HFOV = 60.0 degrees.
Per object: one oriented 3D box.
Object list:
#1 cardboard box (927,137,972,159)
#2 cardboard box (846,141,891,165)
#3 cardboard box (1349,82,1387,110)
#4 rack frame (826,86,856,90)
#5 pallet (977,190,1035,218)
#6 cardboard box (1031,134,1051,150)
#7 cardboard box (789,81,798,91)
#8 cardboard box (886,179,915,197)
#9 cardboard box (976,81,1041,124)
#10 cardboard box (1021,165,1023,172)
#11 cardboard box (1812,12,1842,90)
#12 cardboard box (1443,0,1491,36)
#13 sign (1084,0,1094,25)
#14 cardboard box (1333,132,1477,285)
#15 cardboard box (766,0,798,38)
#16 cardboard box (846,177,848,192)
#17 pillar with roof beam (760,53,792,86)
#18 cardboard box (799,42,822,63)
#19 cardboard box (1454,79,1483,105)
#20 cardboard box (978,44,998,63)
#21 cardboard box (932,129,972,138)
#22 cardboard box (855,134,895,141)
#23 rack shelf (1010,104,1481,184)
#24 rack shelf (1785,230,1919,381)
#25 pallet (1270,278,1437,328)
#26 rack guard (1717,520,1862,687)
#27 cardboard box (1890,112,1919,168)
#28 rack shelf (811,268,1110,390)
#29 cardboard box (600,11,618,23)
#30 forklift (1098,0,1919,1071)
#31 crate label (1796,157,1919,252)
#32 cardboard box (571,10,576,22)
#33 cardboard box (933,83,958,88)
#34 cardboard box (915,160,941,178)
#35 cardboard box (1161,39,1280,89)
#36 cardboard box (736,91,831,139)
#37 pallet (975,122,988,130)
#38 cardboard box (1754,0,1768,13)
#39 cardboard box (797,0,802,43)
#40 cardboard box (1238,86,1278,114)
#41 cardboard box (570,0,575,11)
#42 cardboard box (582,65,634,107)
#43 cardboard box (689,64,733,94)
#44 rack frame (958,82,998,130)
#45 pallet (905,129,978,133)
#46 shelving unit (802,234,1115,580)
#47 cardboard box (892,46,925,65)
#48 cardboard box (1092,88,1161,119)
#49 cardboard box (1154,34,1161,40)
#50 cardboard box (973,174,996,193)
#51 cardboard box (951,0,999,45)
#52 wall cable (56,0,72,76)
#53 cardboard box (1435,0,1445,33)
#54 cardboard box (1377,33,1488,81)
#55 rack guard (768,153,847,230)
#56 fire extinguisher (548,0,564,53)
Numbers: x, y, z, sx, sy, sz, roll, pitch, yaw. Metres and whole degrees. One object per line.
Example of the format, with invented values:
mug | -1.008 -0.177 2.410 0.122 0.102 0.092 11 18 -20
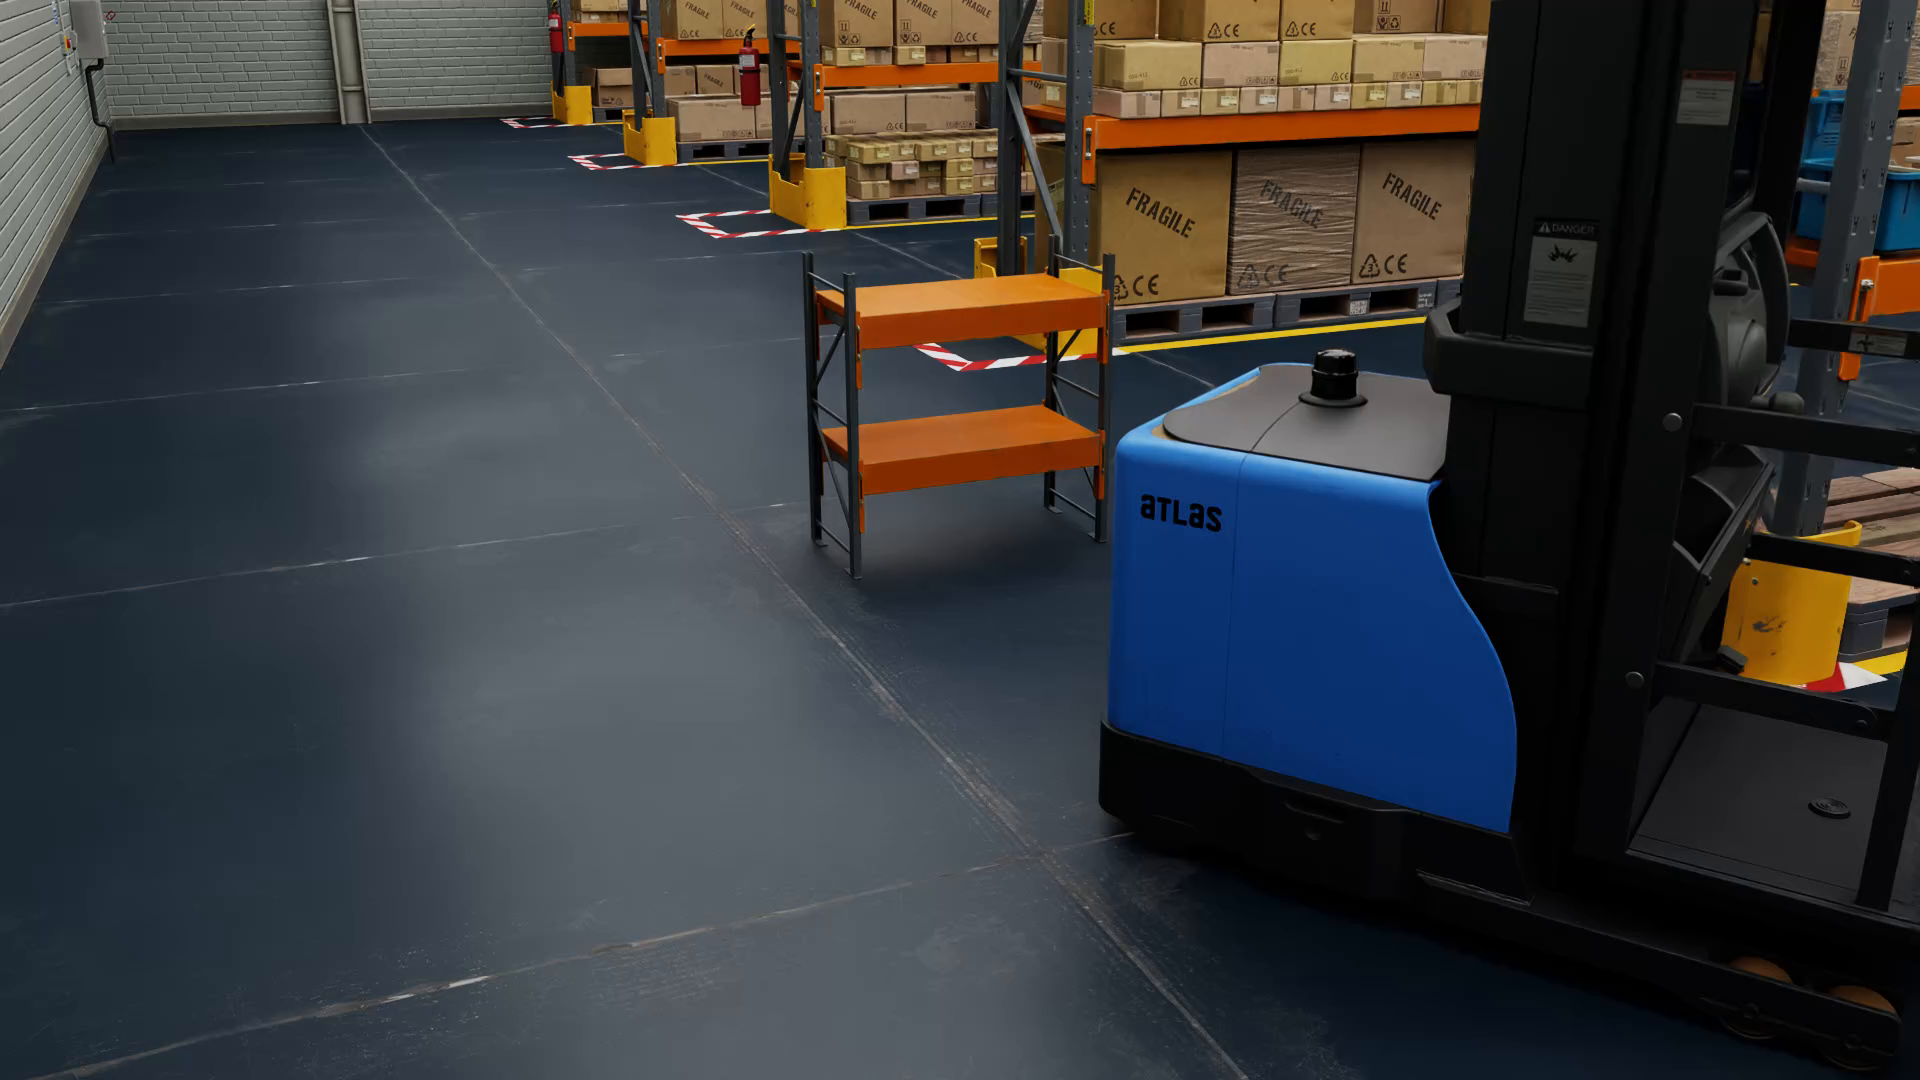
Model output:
cardboard box | -0.093 -3.407 14.447 0.250 0.149 0.380 -9 21 -25
cardboard box | -0.776 -3.282 14.092 0.250 0.149 0.380 -9 21 -24
cardboard box | 2.349 -2.687 10.016 0.250 0.149 0.380 -9 21 -23
rack frame | -1.742 -7.719 23.927 0.127 3.000 1.000 -8 21 -22
pallet | 0.557 -3.133 15.102 1.213 0.211 1.003 -8 21 -22
cardboard box | 0.617 -3.524 14.777 0.250 0.149 0.380 -8 21 -22
cardboard box | -2.465 -6.417 23.715 0.258 0.266 0.396 -7 21 -20
cardboard box | -0.576 -3.067 14.376 0.250 0.149 0.380 -8 21 -22
cardboard box | 0.765 -5.507 20.213 0.875 0.875 0.875 -7 21 -20
cardboard box | 0.372 -3.358 14.755 0.250 0.149 0.380 -7 21 -19
cardboard box | 5.595 -3.347 11.360 0.500 0.500 0.500 -9 21 -23
cardboard box | 3.375 -3.400 10.310 0.500 0.500 0.500 -8 21 -21
sign | 0.695 -2.933 8.912 0.005 0.325 0.100 -8 21 -22
cardboard box | 2.689 -2.198 10.816 0.875 0.875 0.875 -8 21 -22
cardboard box | -1.963 -5.838 18.436 0.500 0.500 0.500 -8 21 -22
cardboard box | -0.991 -3.169 14.666 0.250 0.149 0.380 -8 21 -21
pillar with roof beam | -1.033 -9.419 19.723 0.400 9.000 9.100 -8 21 -22
cardboard box | -1.204 -4.193 14.294 0.250 0.149 0.380 -8 21 -22
cardboard box | 3.058 -2.789 10.306 0.250 0.149 0.380 -8 21 -21
cardboard box | 0.201 -4.200 14.313 0.250 0.149 0.380 -9 21 -23
cardboard box | -0.078 -3.619 15.049 0.250 0.149 0.380 -7 21 -20
cardboard box | -0.752 -3.479 14.652 0.250 0.149 0.380 -8 21 -21
rack shelf | 2.317 -2.581 10.419 4.000 0.370 1.077 -8 21 -22
rack shelf | 4.278 -1.070 6.129 4.000 0.370 1.077 -8 21 -22
pallet | 2.302 -1.630 10.834 1.213 0.211 1.003 -8 21 -22
rack guard | 2.425 0.039 5.657 0.348 0.500 1.175 -8 21 -22
cardboard box | 6.362 -2.706 12.258 0.875 0.875 1.225 -8 21 -22
rack shelf | -0.006 -0.806 6.235 1.000 0.278 0.538 -8 21 -22
cardboard box | -4.789 -7.081 22.494 0.250 0.149 0.380 -8 21 -21
forklift | 1.880 -0.493 3.508 3.031 2.935 1.130 12 23 31
crate label | 2.799 -1.028 5.087 0.303 0.233 0.416 -8 21 -22
cardboard box | -5.217 -7.199 22.830 0.250 0.149 0.380 -8 21 -23
cardboard box | -0.264 -6.870 24.648 0.500 0.500 0.500 -9 21 -24
cardboard box | -0.345 -3.245 14.435 0.250 0.149 0.380 -8 21 -21
cardboard box | 1.503 -2.778 9.673 0.500 0.250 0.500 -8 21 -23
cardboard box | -2.042 -4.909 19.173 0.875 0.438 0.875 -8 21 -20
pallet | 0.906 -5.015 20.446 1.213 0.211 1.003 -8 21 -22
cardboard box | 5.371 -3.877 11.355 0.637 0.503 0.797 -8 21 -21
cardboard box | -1.081 -4.508 14.210 0.500 0.500 0.500 -8 21 -21
cardboard box | 1.646 -2.587 9.732 0.250 0.149 0.380 -8 21 -23
cardboard box | -5.097 -7.403 22.810 0.500 0.250 0.500 -8 21 -20
cardboard box | -4.816 -6.264 22.924 0.637 0.503 0.797 -9 21 -24
cardboard box | -3.490 -6.403 23.321 0.500 0.500 0.500 -8 21 -21
rack frame | 0.228 -6.205 19.629 0.127 3.000 1.000 -8 21 -22
pallet | -0.502 -4.814 19.876 1.213 0.211 1.003 -8 21 -22
shelving unit | -0.006 -0.530 6.333 1.048 1.125 0.538 -8 21 -22
cardboard box | -0.479 -4.072 13.949 0.250 0.149 0.380 -9 21 -23
cardboard box | 0.937 -2.485 9.440 0.250 0.149 0.380 -8 21 -21
cardboard box | 1.286 -2.938 10.127 0.500 0.250 0.500 -9 21 -23
cardboard box | 0.124 -3.165 14.653 0.250 0.149 0.380 -8 21 -22
cardboard box | 0.066 -4.484 14.142 0.500 0.500 0.500 -8 21 -21
wall cable | -8.613 -5.424 15.834 0.123 1.953 0.585 -8 21 -22
cardboard box | 3.157 -3.559 10.763 0.500 0.500 0.500 -8 21 -22
cardboard box | 2.909 -2.979 10.243 0.500 0.250 0.500 -8 21 -21
rack guard | -1.322 -3.014 14.329 0.348 0.500 1.175 -8 21 -22
fire extinguisher | -5.367 -6.820 22.052 0.183 0.674 0.296 -8 21 -22
